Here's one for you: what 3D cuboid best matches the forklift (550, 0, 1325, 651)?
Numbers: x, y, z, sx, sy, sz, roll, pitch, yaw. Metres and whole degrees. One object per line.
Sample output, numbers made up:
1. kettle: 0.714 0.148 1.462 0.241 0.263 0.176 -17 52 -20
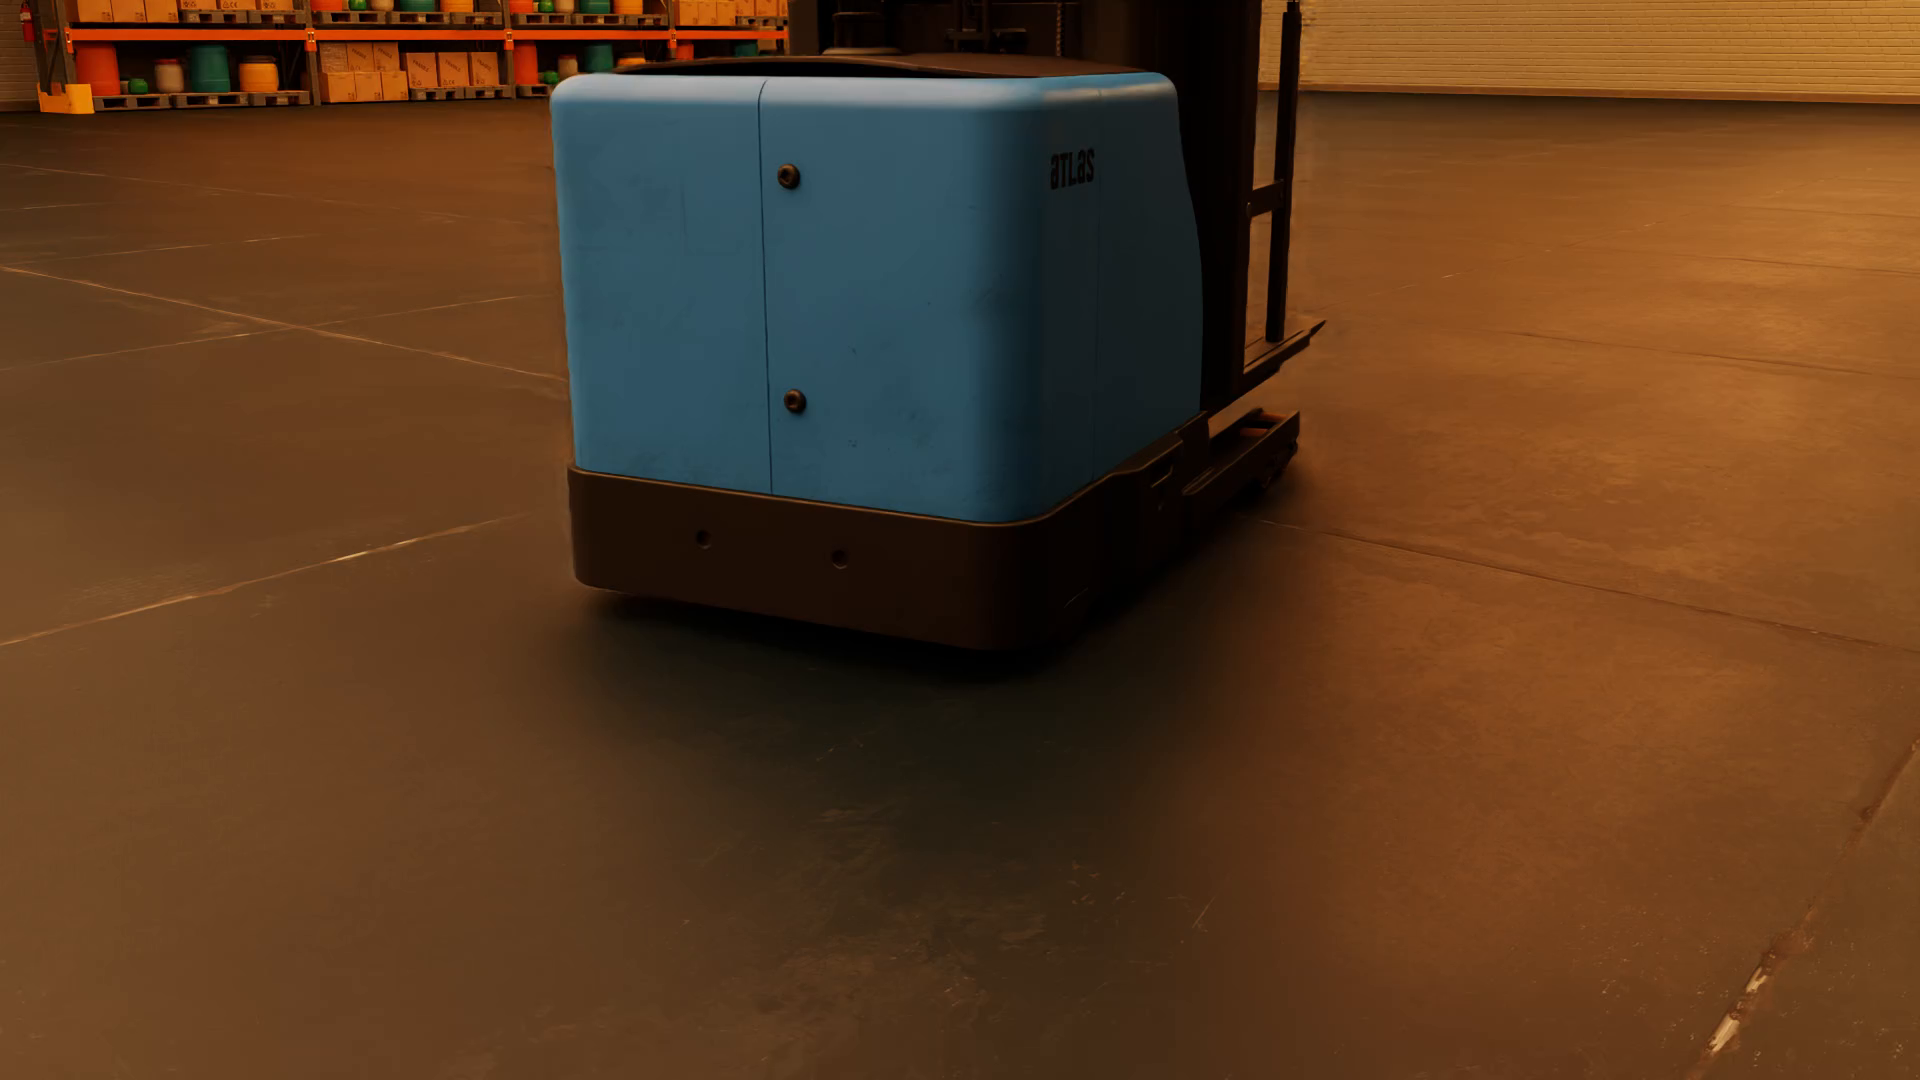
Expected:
1. forklift: 0.284 -1.583 4.110 1.130 2.935 3.031 8 19 24
